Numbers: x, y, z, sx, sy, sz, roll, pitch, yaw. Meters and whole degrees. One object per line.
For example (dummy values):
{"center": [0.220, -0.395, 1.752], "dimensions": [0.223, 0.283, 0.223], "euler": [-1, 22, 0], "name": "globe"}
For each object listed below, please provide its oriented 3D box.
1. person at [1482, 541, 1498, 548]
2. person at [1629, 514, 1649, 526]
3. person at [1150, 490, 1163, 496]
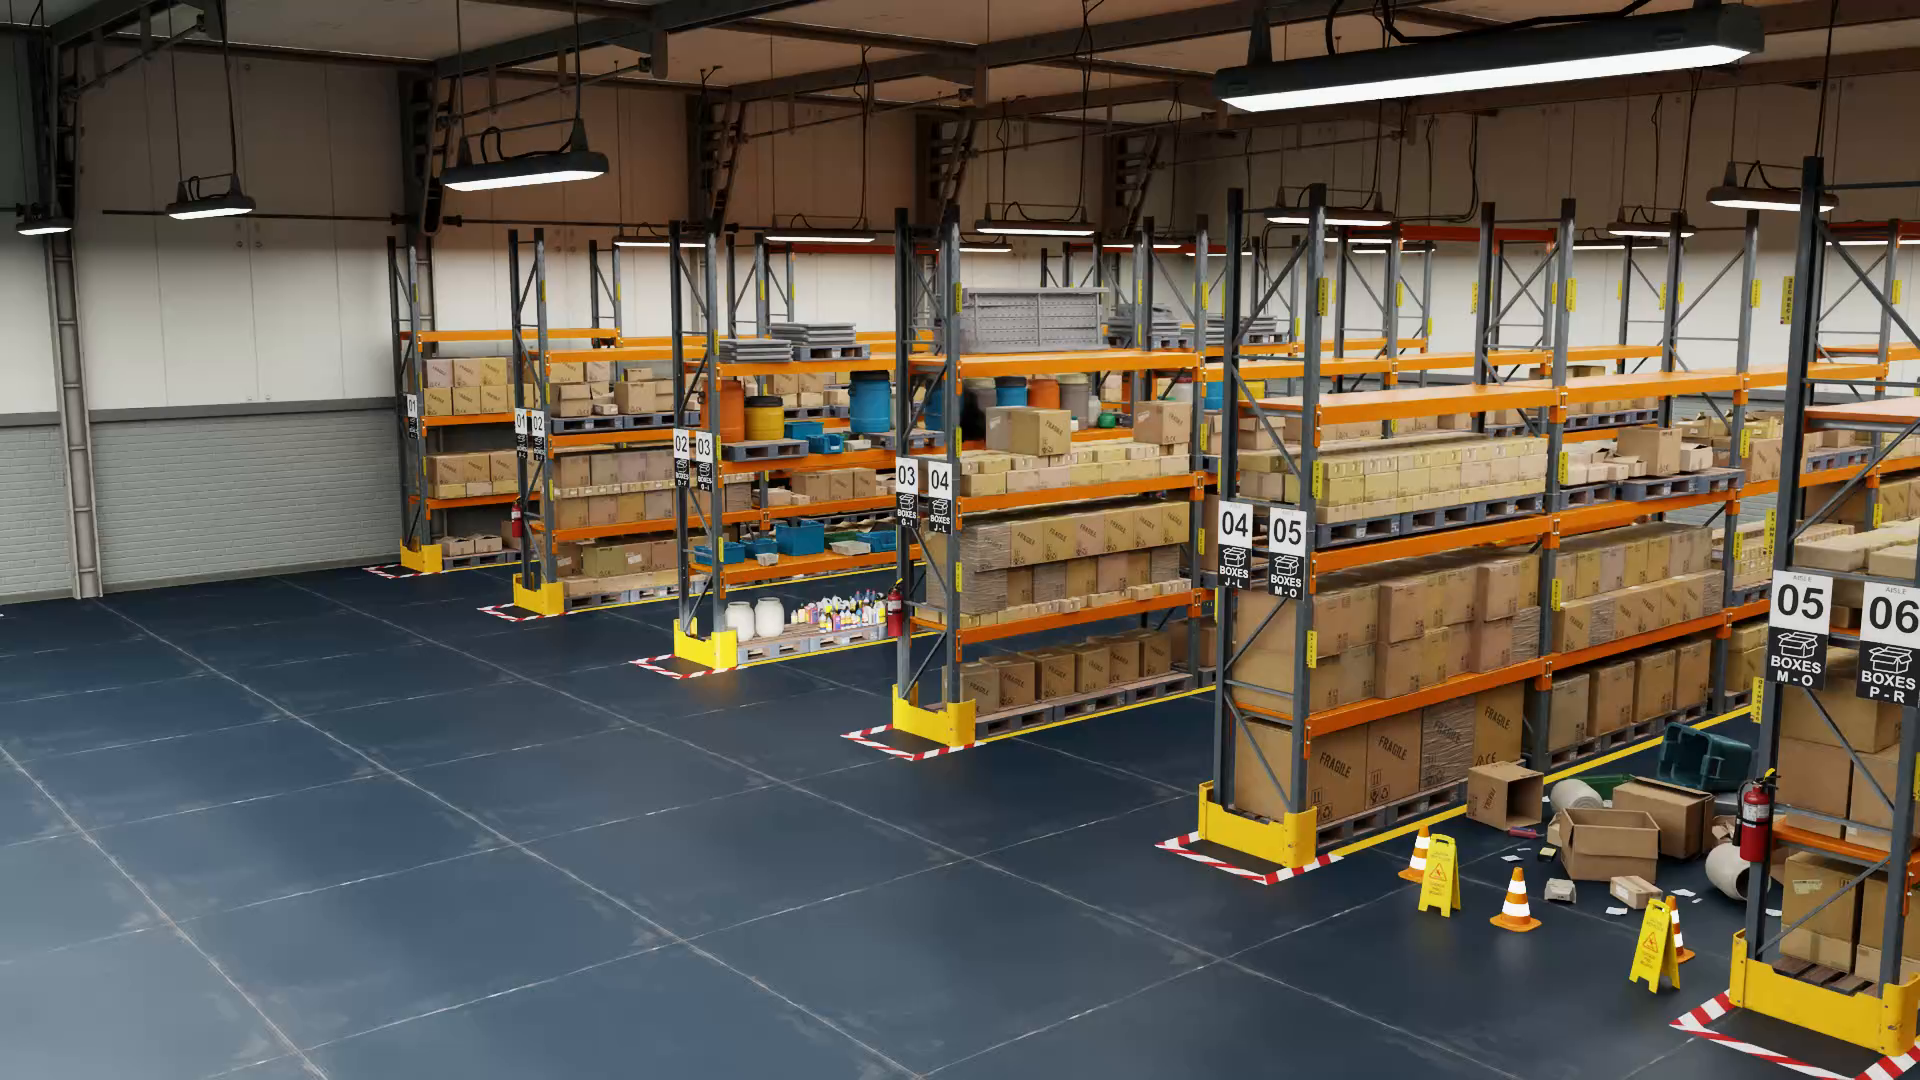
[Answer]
{"center": [7.286, 0.780, 23.052], "dimensions": [0.586, 1.722, 0.691], "euler": [-8, 12, -41], "name": "person"}
{"center": [10.385, 0.414, 25.342], "dimensions": [0.788, 1.852, 0.646], "euler": [-8, 12, -44], "name": "person"}
{"center": [3.796, -0.635, 32.405], "dimensions": [0.657, 1.670, 0.609], "euler": [7, 11, 39], "name": "person"}
